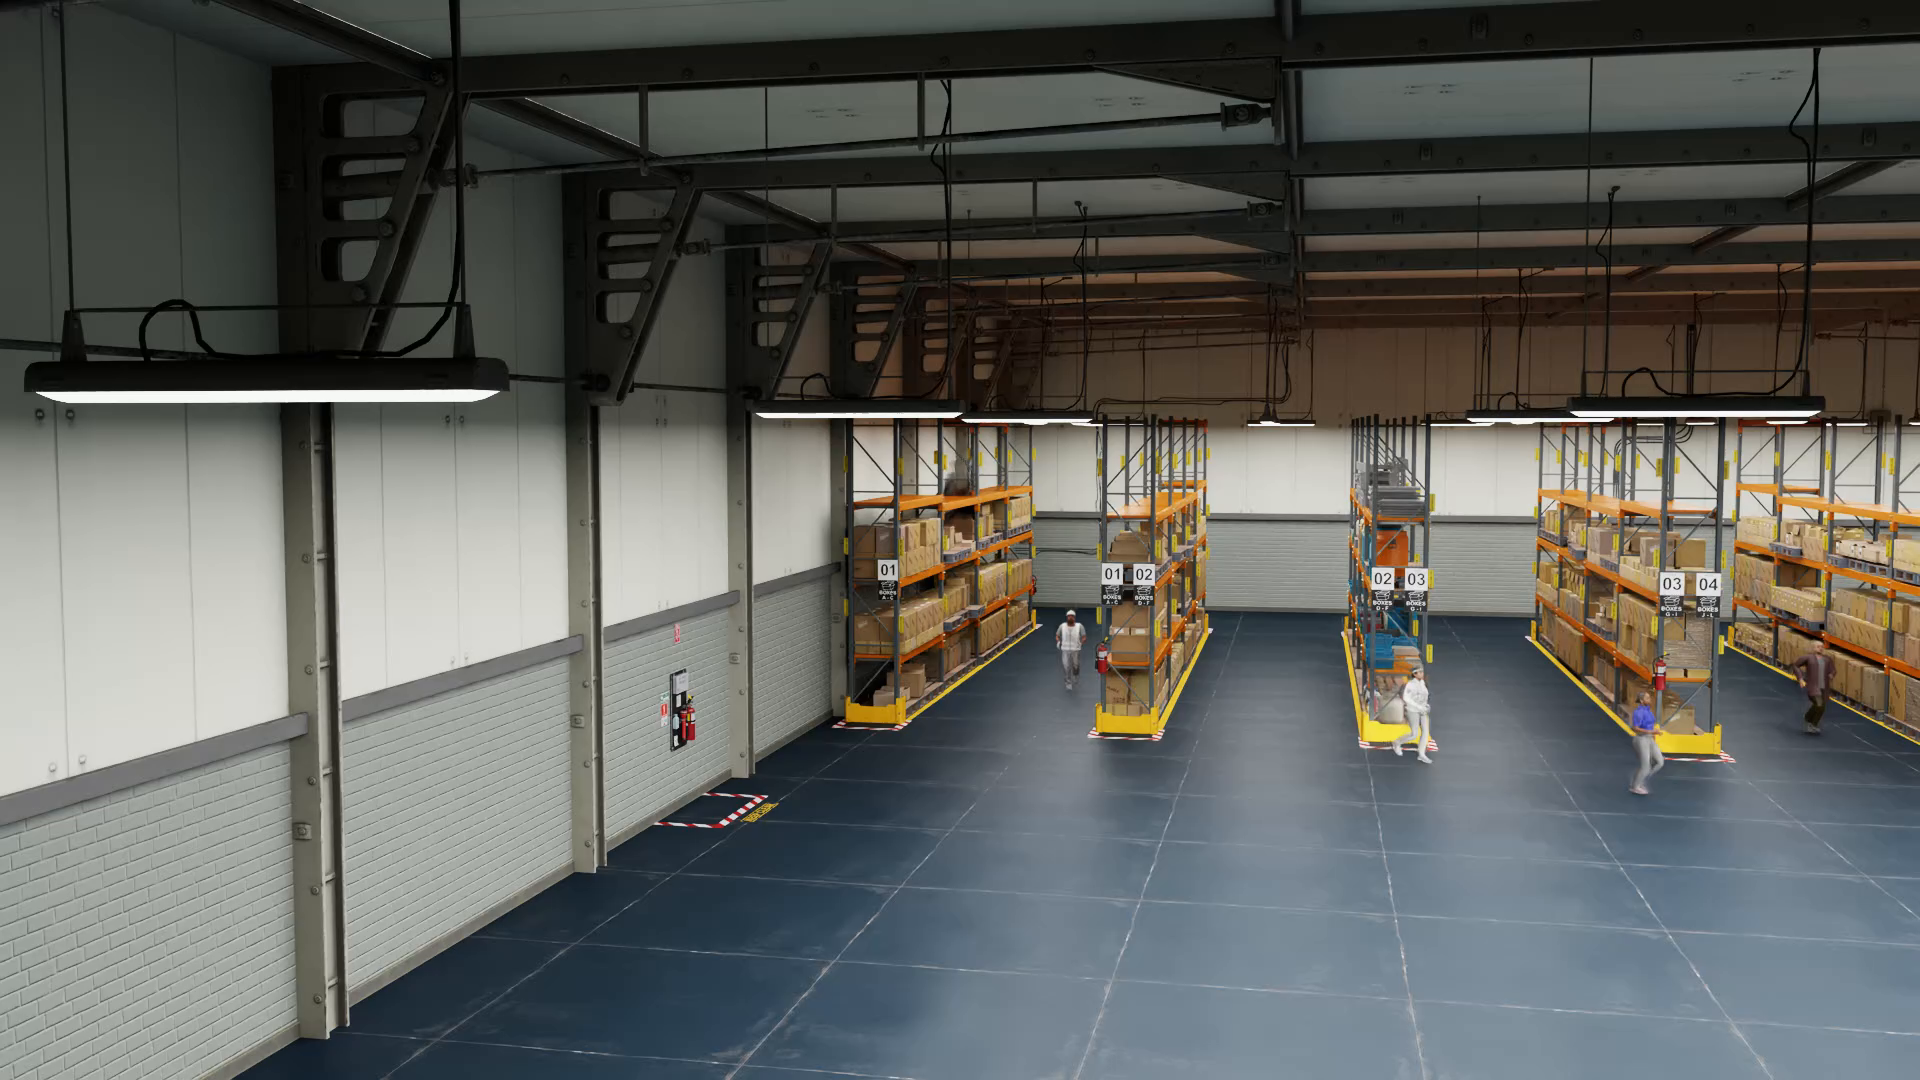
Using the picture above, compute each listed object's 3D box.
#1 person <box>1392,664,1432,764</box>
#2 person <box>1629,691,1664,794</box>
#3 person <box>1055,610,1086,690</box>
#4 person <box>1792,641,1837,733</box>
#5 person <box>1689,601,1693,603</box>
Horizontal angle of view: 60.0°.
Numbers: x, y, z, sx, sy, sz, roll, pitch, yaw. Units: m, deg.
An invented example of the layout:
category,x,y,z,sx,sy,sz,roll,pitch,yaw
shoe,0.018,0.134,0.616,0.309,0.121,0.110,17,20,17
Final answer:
category,x,y,z,sx,sy,sz,roll,pitch,yaw
person,7.857,2.979,28.744,0.644,1.691,0.743,-3,5,-41
person,10.775,3.172,26.010,0.565,1.613,0.551,-4,5,-44
person,2.422,2.409,36.463,0.685,1.734,0.675,0,4,7
person,16.061,2.764,31.114,0.691,1.740,0.692,0,4,-2
person,19.422,1.881,44.707,0.874,1.716,0.770,-2,4,-25
